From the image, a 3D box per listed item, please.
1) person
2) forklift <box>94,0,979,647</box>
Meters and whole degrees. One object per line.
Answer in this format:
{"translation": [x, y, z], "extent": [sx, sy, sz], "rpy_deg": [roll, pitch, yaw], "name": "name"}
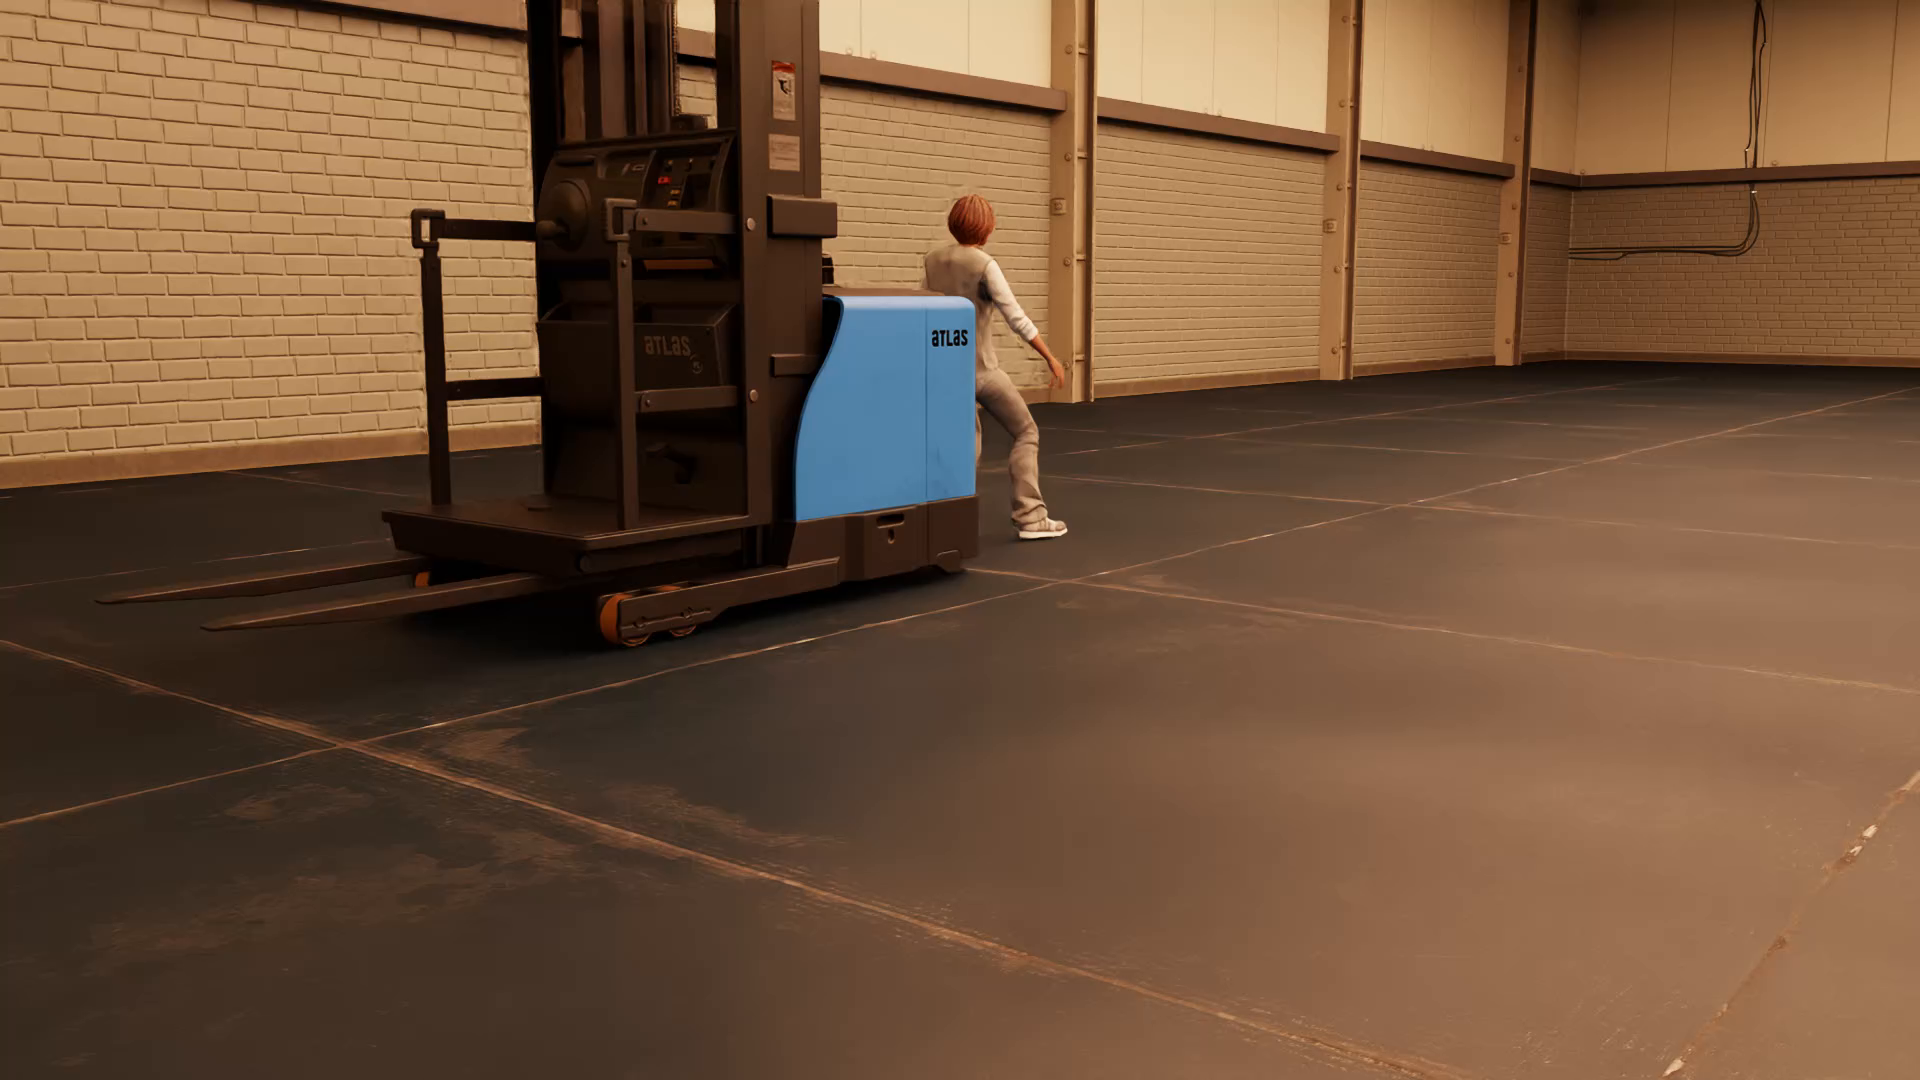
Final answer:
{"translation": [0.127, -0.770, 7.417], "extent": [0.640, 1.512, 0.483], "rpy_deg": [7, 11, 40], "name": "person"}
{"translation": [-1.242, -1.200, 5.485], "extent": [1.130, 2.935, 3.031], "rpy_deg": [7, 11, 38], "name": "forklift"}
